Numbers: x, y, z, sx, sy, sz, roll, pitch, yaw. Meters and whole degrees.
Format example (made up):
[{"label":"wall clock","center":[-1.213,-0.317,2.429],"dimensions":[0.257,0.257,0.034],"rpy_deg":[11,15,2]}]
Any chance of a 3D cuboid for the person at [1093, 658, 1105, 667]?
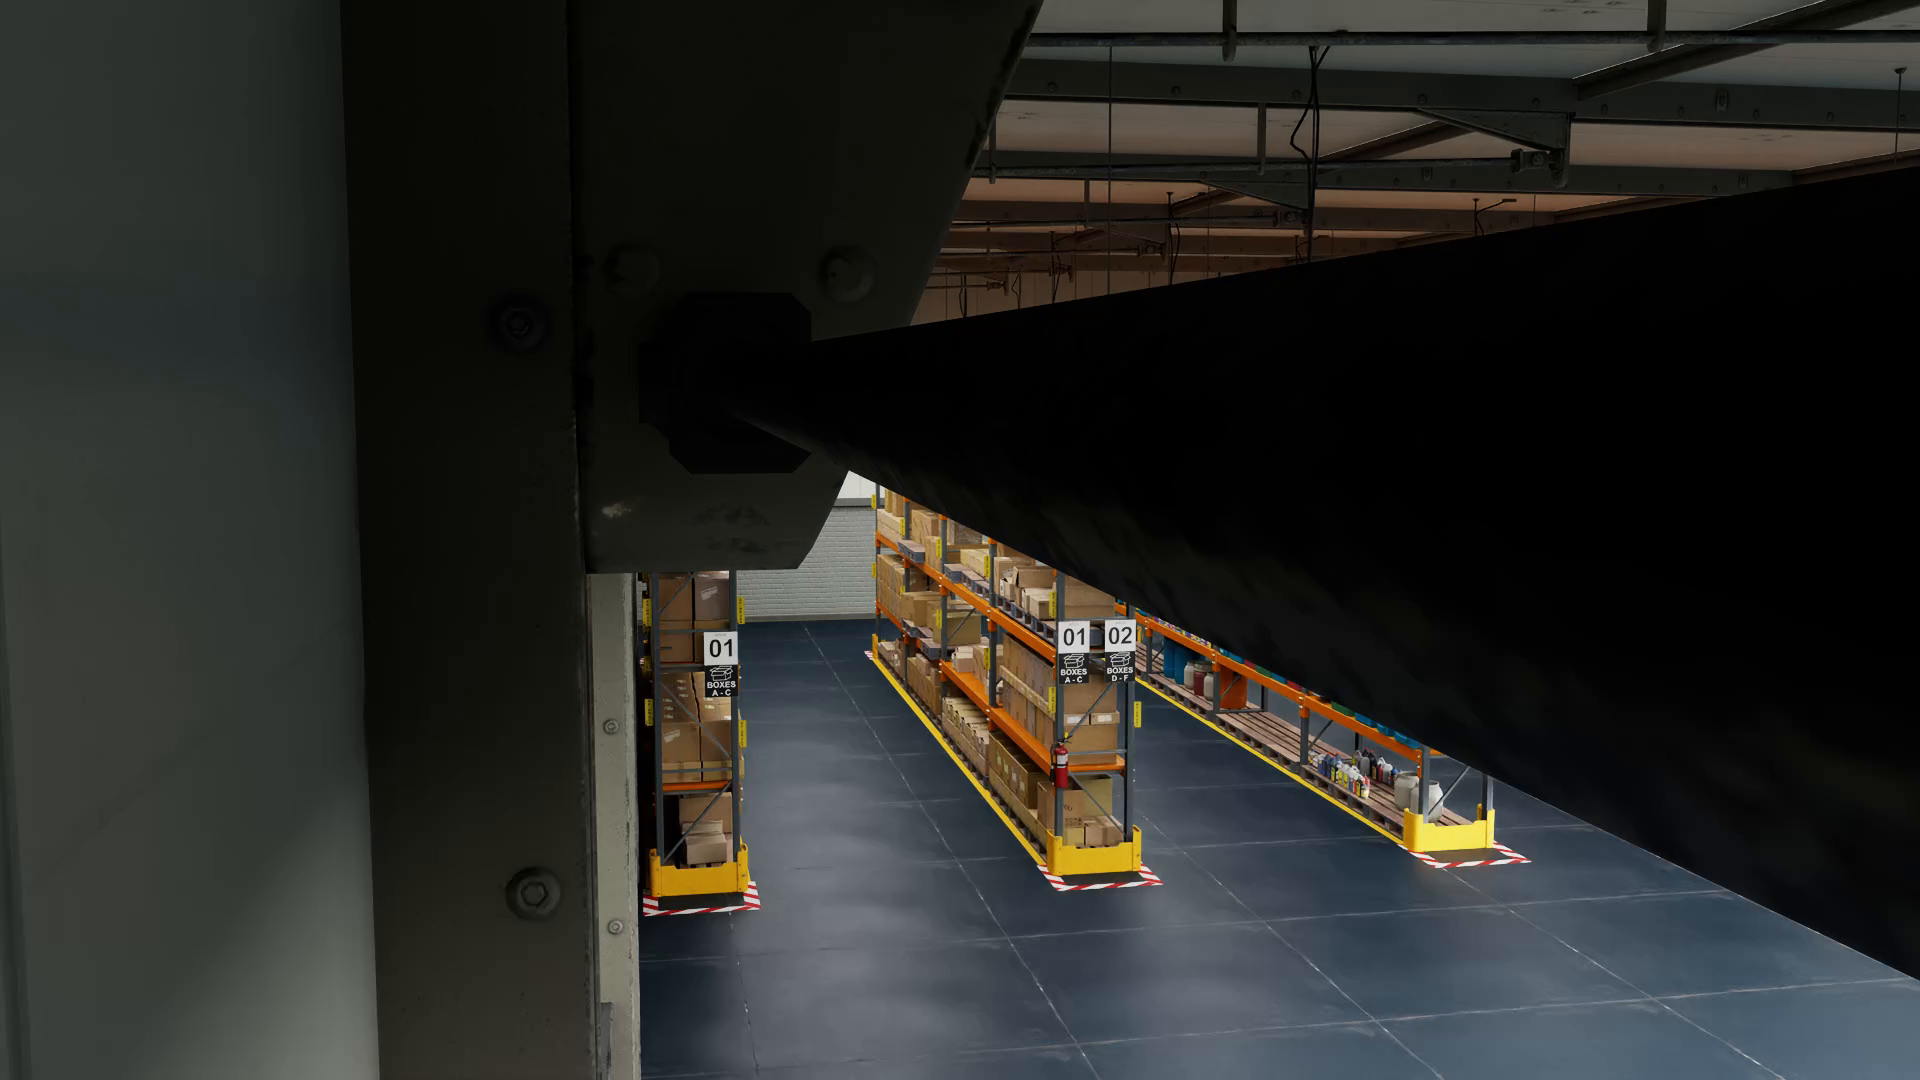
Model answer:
[{"label":"person","center":[2.542,2.368,30.688],"dimensions":[0.612,1.658,0.548],"rpy_deg":[-1,6,-13]}]
